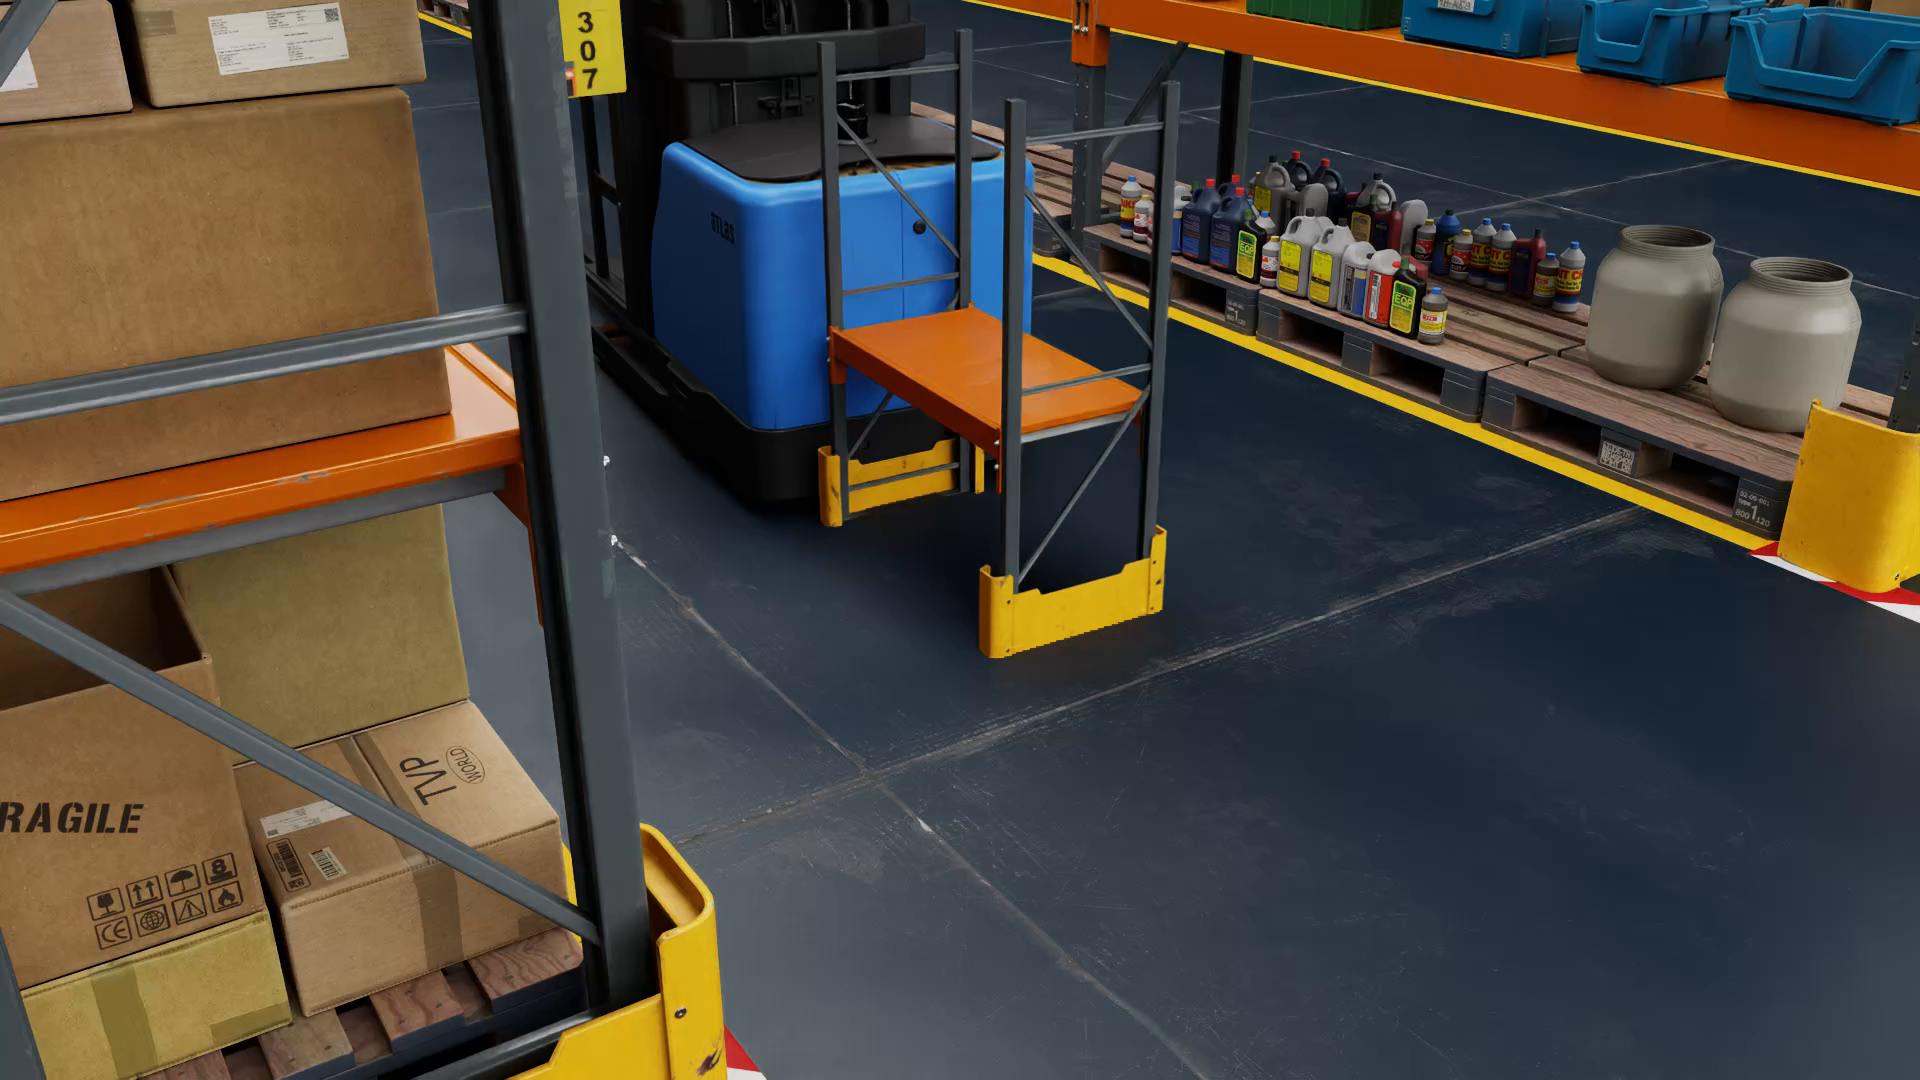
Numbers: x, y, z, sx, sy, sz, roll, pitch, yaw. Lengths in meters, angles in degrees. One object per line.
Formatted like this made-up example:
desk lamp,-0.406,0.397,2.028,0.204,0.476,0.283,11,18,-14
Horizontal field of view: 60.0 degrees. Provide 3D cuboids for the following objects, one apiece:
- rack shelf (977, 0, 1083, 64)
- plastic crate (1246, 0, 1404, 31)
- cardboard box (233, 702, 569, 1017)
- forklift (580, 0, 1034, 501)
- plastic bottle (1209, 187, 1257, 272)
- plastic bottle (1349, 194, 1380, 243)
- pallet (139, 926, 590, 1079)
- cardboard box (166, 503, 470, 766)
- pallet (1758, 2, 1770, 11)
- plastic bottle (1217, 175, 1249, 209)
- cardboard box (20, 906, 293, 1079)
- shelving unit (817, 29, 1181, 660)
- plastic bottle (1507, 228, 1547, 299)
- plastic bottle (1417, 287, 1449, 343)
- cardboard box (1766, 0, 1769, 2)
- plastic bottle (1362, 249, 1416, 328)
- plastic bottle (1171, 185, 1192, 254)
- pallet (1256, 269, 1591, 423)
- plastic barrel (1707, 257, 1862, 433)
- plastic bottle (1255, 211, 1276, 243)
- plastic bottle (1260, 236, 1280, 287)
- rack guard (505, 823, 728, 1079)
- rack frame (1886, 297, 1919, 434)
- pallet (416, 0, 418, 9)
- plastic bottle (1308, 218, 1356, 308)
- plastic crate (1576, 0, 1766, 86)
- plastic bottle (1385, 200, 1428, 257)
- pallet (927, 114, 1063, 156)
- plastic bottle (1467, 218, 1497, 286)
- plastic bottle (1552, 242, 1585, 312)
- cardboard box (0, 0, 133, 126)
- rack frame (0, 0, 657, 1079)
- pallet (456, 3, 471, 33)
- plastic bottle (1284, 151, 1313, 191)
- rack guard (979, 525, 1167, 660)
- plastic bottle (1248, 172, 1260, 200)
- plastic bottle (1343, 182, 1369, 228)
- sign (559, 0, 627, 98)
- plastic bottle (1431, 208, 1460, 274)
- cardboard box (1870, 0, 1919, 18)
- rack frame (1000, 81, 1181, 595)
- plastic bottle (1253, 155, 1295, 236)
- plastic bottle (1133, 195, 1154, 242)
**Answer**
rack shelf,-0.107,-3.191,9.338,1.077,0.370,4.000,-16,29,-30
plastic crate,1.490,-2.154,6.547,0.450,0.188,0.662,-16,29,-30
cardboard box,-1.090,0.593,3.210,0.500,0.250,0.500,-16,29,-30
forklift,-0.862,-2.047,6.153,1.130,2.935,3.031,-12,28,-24
plastic bottle,1.181,-1.349,7.181,0.144,0.351,0.185,-17,30,-32
plastic bottle,1.787,-1.391,7.349,0.061,0.283,0.133,-16,29,-30
pallet,-1.436,0.780,3.350,1.003,0.211,1.213,-16,29,-30
cardboard box,-1.364,0.075,3.427,0.500,0.500,0.500,-16,29,-30
pallet,7.530,-4.945,15.478,1.003,0.211,1.213,-16,29,-30
plastic bottle,1.199,-1.450,7.395,0.144,0.351,0.185,-16,29,-30
cardboard box,-1.524,0.714,2.954,0.500,0.250,0.500,-16,29,-30
shelving unit,0.067,-0.608,4.782,0.587,1.500,1.083,-14,29,-27
plastic bottle,2.332,-1.147,6.833,0.061,0.283,0.133,-15,29,-29
plastic bottle,1.799,-0.858,6.317,0.097,0.201,0.097,0,25,0
cardboard box,7.419,-5.439,15.402,1.050,0.750,0.750,-16,30,-30
plastic bottle,1.684,-0.989,6.506,0.152,0.276,0.135,-15,29,-29
plastic bottle,0.991,-1.443,7.467,0.152,0.276,0.135,-14,29,-28
pallet,1.987,-0.853,6.810,1.003,0.211,1.213,-16,29,-30
plastic barrel,2.746,-0.653,5.541,0.421,0.512,0.421,0,25,0
plastic bottle,1.293,-1.269,7.105,0.097,0.271,0.097,0,25,0
plastic bottle,1.316,-1.175,6.987,0.097,0.201,0.097,0,25,0
rack guard,-0.970,0.922,2.712,1.175,0.500,0.348,-16,29,-30
rack frame,3.169,-1.370,4.638,1.000,3.000,0.127,-16,29,-30
pallet,-5.148,-5.528,16.712,1.003,0.211,1.213,-16,29,-30
plastic bottle,1.515,-1.130,6.718,0.144,0.351,0.185,-14,29,-27
plastic crate,2.295,-1.646,5.397,0.499,0.251,0.408,-16,29,-30
plastic bottle,1.945,-1.362,7.296,0.152,0.276,0.135,-15,29,-29
pallet,-0.146,-2.248,9.766,1.003,0.211,1.213,-16,29,-30
plastic bottle,2.198,-1.215,6.990,0.097,0.271,0.097,0,25,0
plastic bottle,2.440,-1.056,6.655,0.097,0.271,0.097,0,25,0
cardboard box,-1.352,-0.648,2.232,0.380,0.149,0.250,-16,30,-30
rack frame,-0.983,-0.217,2.196,1.000,3.000,0.127,-16,29,-30
pallet,-3.816,-4.655,14.864,1.003,0.211,1.213,-16,29,-30
plastic bottle,1.578,-1.639,7.795,0.144,0.351,0.185,-16,30,-31
rack guard,0.320,0.140,4.661,0.587,0.250,0.087,-14,29,-27
plastic bottle,1.444,-1.677,8.052,0.097,0.201,0.097,0,25,0
plastic bottle,1.807,-1.491,7.561,0.061,0.283,0.133,-13,28,-26
sign,-0.515,-0.772,2.264,0.100,0.325,0.005,-16,29,-30
plastic bottle,2.088,-1.287,7.144,0.097,0.271,0.097,0,25,0
cardboard box,8.408,-4.794,14.035,1.050,0.750,0.750,-16,29,-30
rack frame,0.330,-0.418,4.379,0.500,1.500,0.032,-14,29,-27
plastic bottle,1.457,-1.605,7.724,0.144,0.351,0.185,-16,29,-30
plastic bottle,0.847,-1.482,7.638,0.097,0.201,0.097,0,25,0
